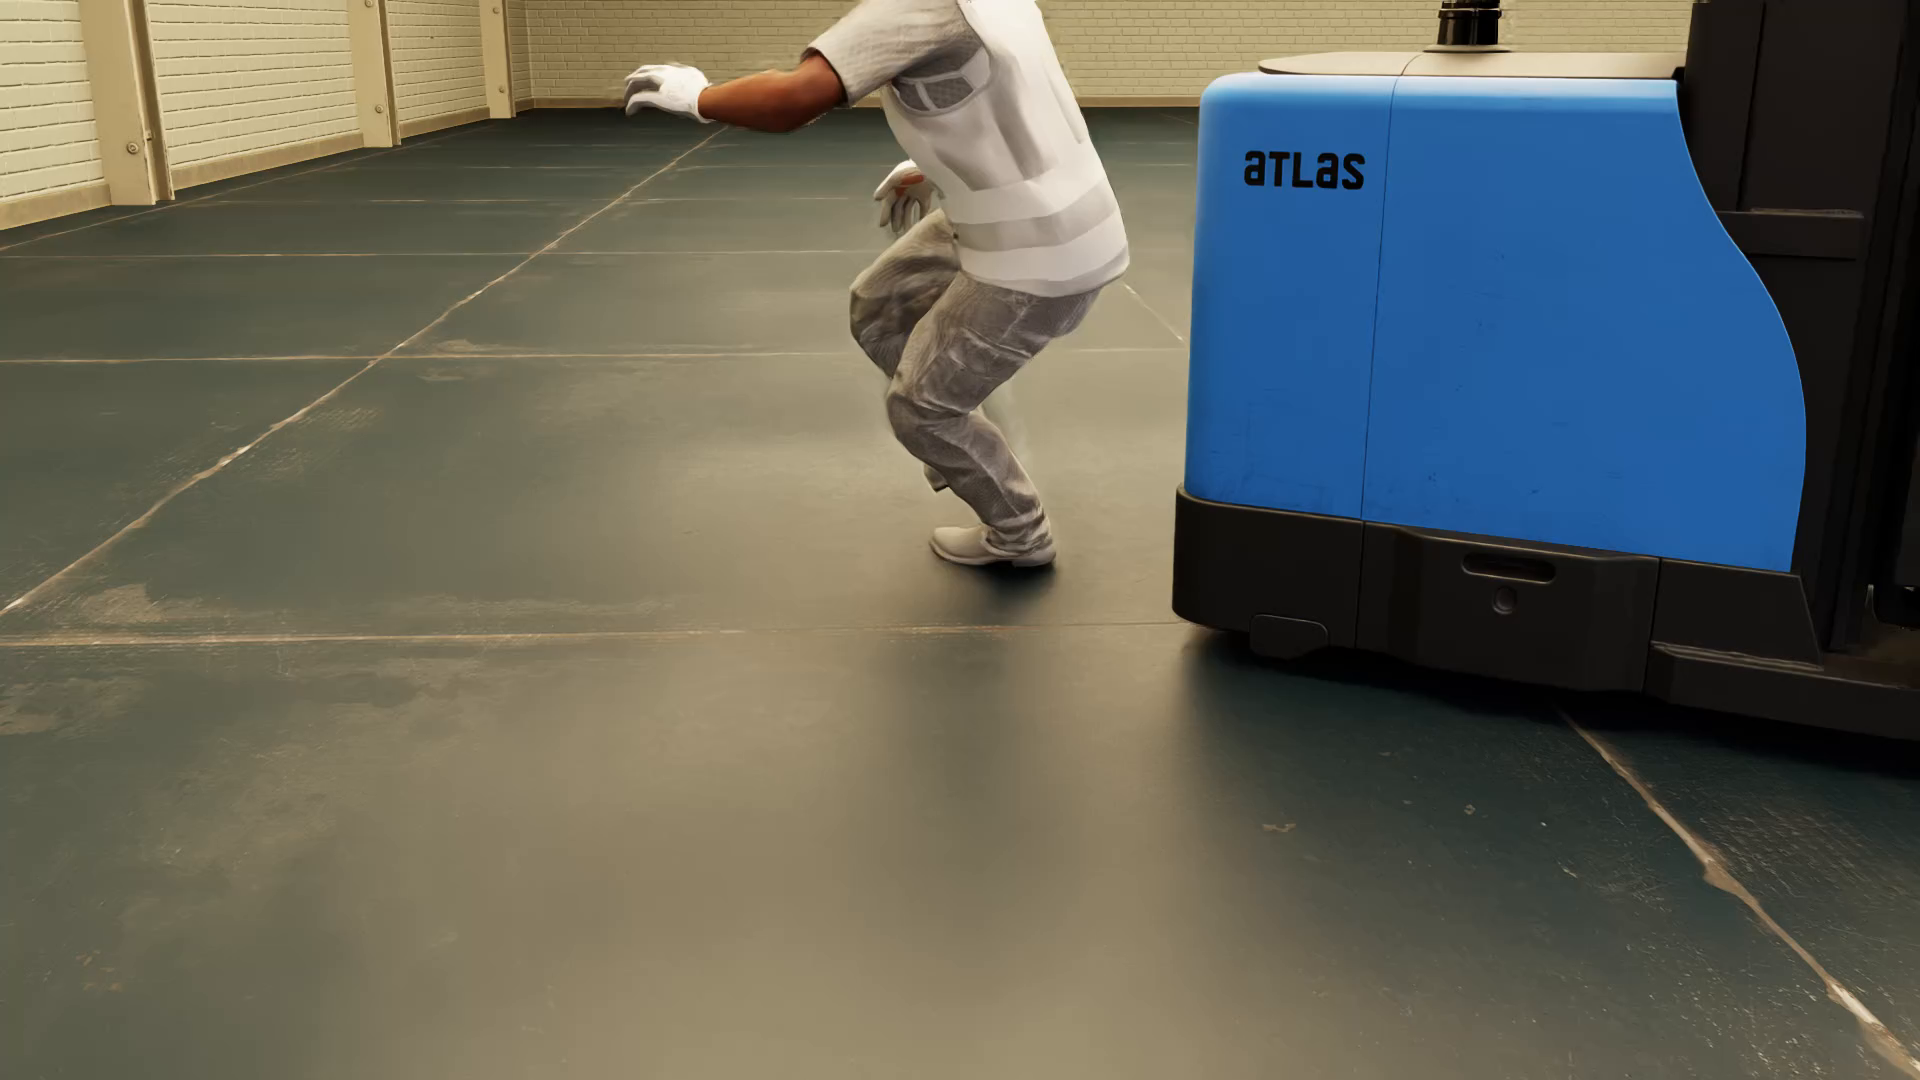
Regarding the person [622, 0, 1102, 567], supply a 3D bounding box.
[{"bbox_3d":[-0.162,-0.625,3.377,0.913,1.530,1.085,0,17,0],"label":"person"}]
